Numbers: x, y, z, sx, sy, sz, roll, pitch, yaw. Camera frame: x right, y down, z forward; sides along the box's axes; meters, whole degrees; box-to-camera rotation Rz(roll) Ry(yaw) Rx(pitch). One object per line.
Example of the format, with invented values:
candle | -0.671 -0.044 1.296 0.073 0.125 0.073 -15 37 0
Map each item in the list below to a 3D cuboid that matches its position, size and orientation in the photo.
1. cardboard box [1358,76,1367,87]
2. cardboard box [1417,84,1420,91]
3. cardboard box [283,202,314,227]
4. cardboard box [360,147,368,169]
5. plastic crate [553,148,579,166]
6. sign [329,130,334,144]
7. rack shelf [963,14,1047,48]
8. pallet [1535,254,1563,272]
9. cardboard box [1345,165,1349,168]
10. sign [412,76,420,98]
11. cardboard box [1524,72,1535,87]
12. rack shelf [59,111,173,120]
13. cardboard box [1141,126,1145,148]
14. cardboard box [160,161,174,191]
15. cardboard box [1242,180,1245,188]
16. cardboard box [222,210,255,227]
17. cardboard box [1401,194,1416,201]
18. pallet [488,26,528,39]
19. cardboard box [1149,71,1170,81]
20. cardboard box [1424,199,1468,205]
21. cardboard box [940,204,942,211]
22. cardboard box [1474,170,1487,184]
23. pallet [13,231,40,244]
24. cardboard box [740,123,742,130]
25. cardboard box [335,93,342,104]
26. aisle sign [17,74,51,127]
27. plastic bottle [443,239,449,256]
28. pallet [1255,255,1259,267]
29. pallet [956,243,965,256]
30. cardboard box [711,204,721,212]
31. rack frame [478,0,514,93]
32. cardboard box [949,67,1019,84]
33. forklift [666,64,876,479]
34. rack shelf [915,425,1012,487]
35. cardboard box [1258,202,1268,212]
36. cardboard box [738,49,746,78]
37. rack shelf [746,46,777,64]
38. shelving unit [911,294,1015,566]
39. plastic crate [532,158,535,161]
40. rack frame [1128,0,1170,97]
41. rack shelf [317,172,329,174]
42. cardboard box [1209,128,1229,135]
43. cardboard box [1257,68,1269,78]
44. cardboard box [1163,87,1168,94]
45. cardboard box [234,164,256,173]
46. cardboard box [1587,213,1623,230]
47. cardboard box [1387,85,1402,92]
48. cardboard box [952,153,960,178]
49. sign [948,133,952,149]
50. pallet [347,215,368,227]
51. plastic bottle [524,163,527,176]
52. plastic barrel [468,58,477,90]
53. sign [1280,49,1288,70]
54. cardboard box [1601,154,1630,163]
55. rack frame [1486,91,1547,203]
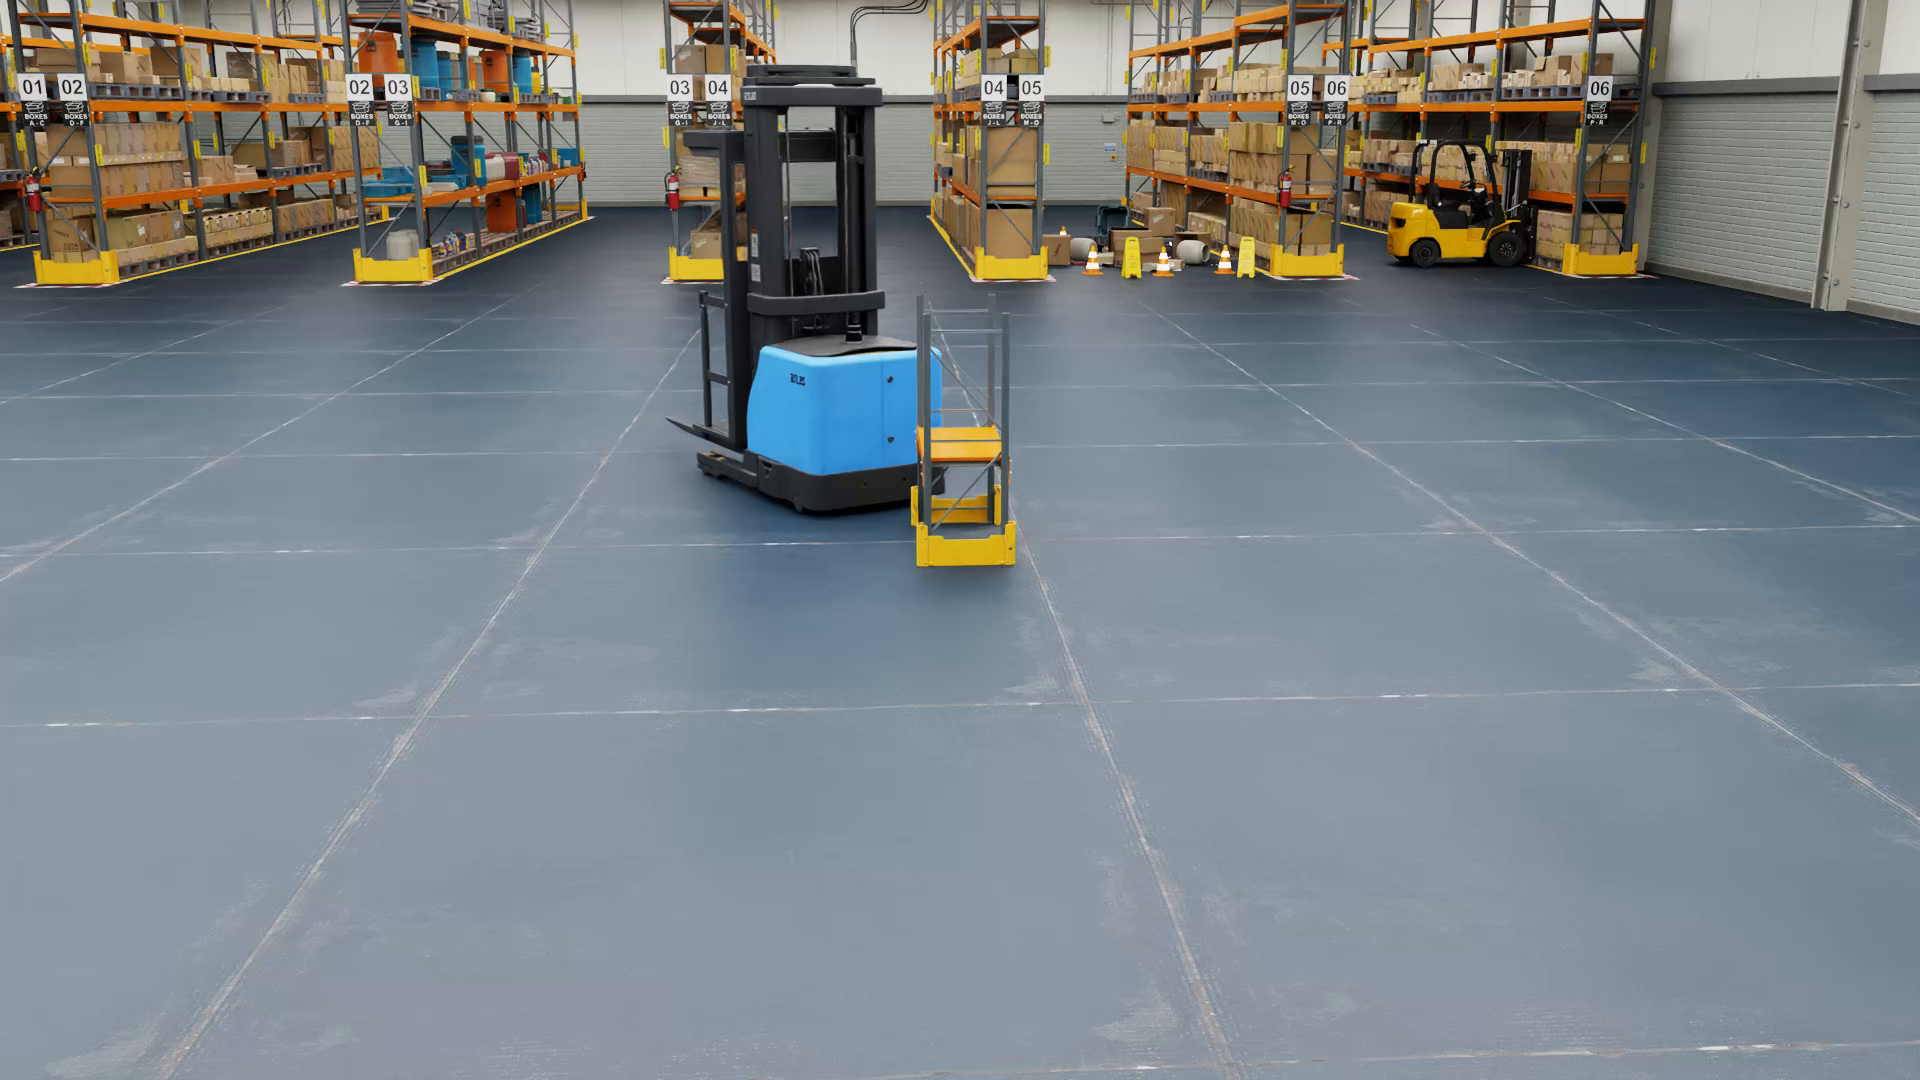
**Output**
cardboard box | 9.709 -10.805 39.183 0.500 0.250 0.500 -1 14 -3
cardboard box | 9.970 -9.645 35.473 0.380 0.149 0.250 -1 14 -5
cardboard box | -14.349 -7.045 36.020 0.500 0.500 0.500 -1 14 -5
cardboard box | -14.639 -9.218 40.131 0.500 0.500 0.500 -1 14 -3
plastic crate | -9.849 -9.571 41.513 0.616 0.435 0.499 -1 14 -3
sign | -14.198 -9.105 37.570 0.100 0.325 0.005 -1 14 -3
rack shelf | 0.712 -8.614 28.194 1.077 0.370 4.000 -1 14 -3
pallet | 10.635 -4.772 28.649 1.003 0.211 1.213 -1 14 -3
cardboard box | 9.598 -9.128 40.489 0.380 0.149 0.250 -1 14 -4
sign | -8.515 -7.090 26.026 0.100 0.325 0.005 -1 14 -3
cardboard box | 10.265 -8.193 29.557 0.396 0.266 0.258 -1 14 -5
rack shelf | -19.820 -10.059 39.026 1.077 0.370 4.000 -1 14 -3
cardboard box | 4.657 -9.738 40.148 0.500 0.500 0.500 -1 14 -3
cardboard box | -14.183 -6.352 28.994 0.700 0.500 0.500 -1 14 -4
cardboard box | 5.316 -6.455 30.101 0.380 0.149 0.250 0 14 -2
cardboard box | -14.159 -6.302 32.550 0.500 0.311 0.500 -1 14 -4
cardboard box | 9.954 -7.548 36.716 0.380 0.149 0.250 0 14 -2
pallet | -9.574 -10.416 34.130 1.213 0.211 1.003 -1 14 -3
cardboard box | 4.911 -10.929 39.713 0.797 0.503 0.637 0 14 1
cardboard box | 10.253 -6.820 34.938 0.875 0.625 0.625 0 14 -2
cardboard box | -0.274 -7.845 39.280 0.380 0.149 0.250 -2 15 -6
cardboard box | 10.184 -6.976 31.922 0.500 0.250 0.500 -1 14 -2
pallet | -19.422 -6.309 34.624 1.003 0.211 1.213 -1 14 -3
cardboard box | -3.939 -6.769 28.010 0.500 0.500 0.500 -1 14 -3
cardboard box | -14.562 -10.164 38.291 0.500 0.250 0.500 -1 14 -3
aisle sign | -14.298 -6.788 25.673 0.394 0.787 0.004 -1 14 -3
plastic bottle | -8.861 -5.036 28.647 0.061 0.283 0.133 -1 14 -3
pallet | 5.678 -5.029 29.649 1.003 0.211 1.213 -1 14 -3
pallet | 0.465 -5.589 31.824 1.003 0.211 1.213 -1 14 -3
cardboard box | -4.639 -7.038 35.283 1.225 0.875 0.875 -2 15 -6
rack frame | -9.560 -10.521 33.357 1.000 3.000 0.127 -1 14 -3
cardboard box | 0.541 -8.758 31.269 0.990 0.506 9.603 -1 14 -3
forklift | -1.304 -1.923 12.119 1.121 2.935 3.031 -9 17 -31
rack shelf | 0.005 -0.531 10.302 0.538 0.185 1.000 -1 14 -3
cardboard box | 5.358 -5.752 28.733 0.380 0.149 0.250 -1 14 -3
cardboard box | -4.086 -8.476 29.630 0.500 0.500 0.500 -1 14 -5
rack shelf | -4.988 -11.547 39.594 1.077 0.370 4.000 -1 14 -3
shelving unit | 0.005 -0.707 10.266 0.587 1.500 1.083 -1 14 -3
plastic crate | -10.269 -9.084 40.030 0.416 0.233 0.300 -1 14 -3
rack frame | 4.779 -12.740 41.982 1.000 3.000 0.127 -1 14 -3
rack shelf | -14.628 -7.784 35.810 0.919 0.124 3.809 -1 14 -3
cardboard box | 5.488 -8.504 35.351 0.500 0.500 0.500 -1 14 -5
cardboard box | 5.326 -8.033 28.611 0.380 0.149 0.250 -1 14 -2
cardboard box | 4.756 -10.063 37.222 0.380 0.166 0.250 -2 15 -7
cardboard box | -14.525 -7.406 33.468 0.500 0.311 0.500 0 14 0
cardboard box | 10.883 -5.411 28.207 0.500 0.250 0.500 -1 14 -4
cardboard box | 9.723 -10.038 36.960 0.380 0.149 0.250 -1 14 -2
cardboard box | 0.098 -7.676 34.139 0.500 0.500 0.500 -1 14 -3
sign | -0.201 -8.255 34.426 0.100 0.325 0.005 -1 14 -3
pallet | -14.872 -7.659 39.871 1.003 0.211 1.213 -1 14 -3
plastic bottle | -9.295 -7.901 35.471 0.097 0.271 0.097 0 14 0
plastic barrel | -9.685 -8.906 32.239 0.600 0.830 0.708 -1 14 -3
sign | 5.215 -7.733 26.766 0.100 0.325 0.005 -1 14 -3
cardboard box | 10.962 -6.384 27.815 0.380 0.149 0.250 -1 14 -5
rack frame | 10.476 -6.928 31.432 1.000 3.000 0.127 -1 14 -3
